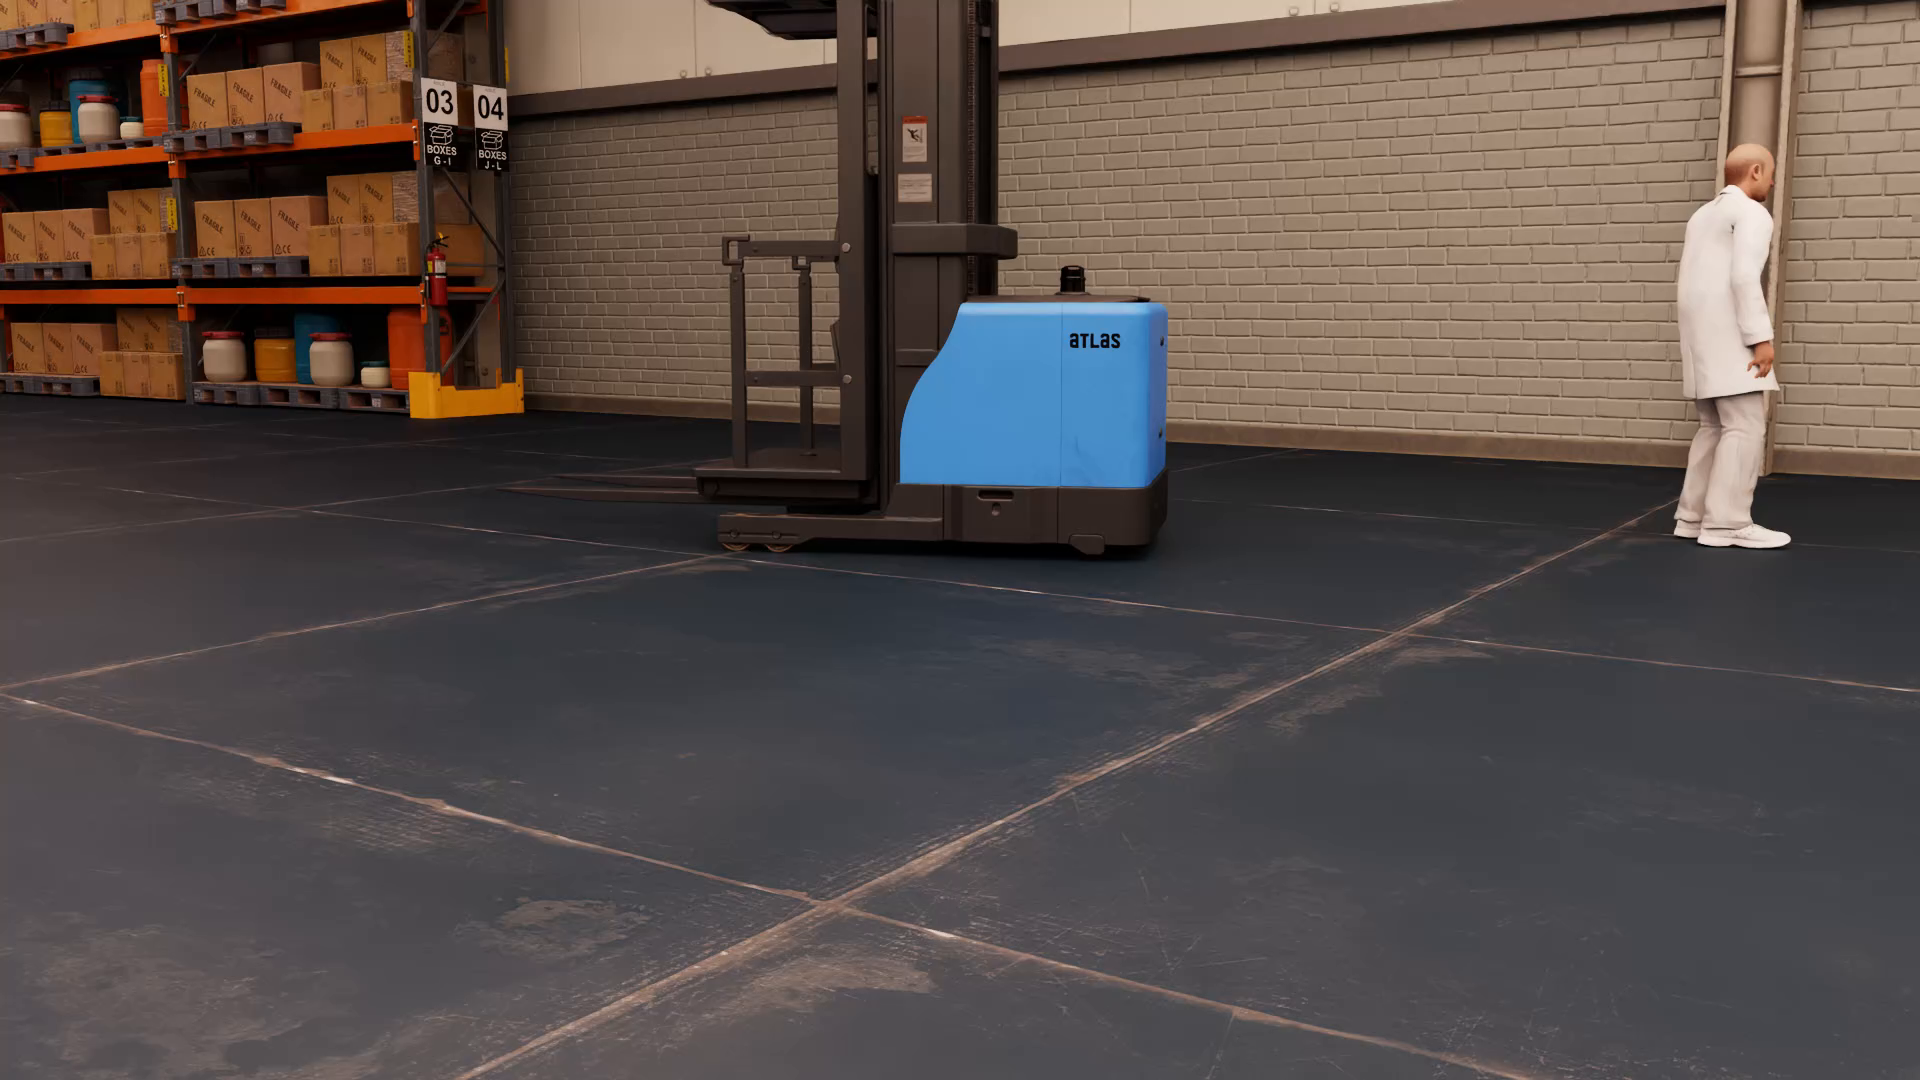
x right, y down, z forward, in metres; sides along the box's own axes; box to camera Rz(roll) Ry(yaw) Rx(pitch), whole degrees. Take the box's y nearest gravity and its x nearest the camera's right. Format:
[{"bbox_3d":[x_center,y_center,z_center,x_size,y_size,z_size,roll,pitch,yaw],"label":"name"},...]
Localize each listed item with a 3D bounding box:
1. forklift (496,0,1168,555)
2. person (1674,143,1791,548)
[{"bbox_3d":[-0.596,-1.469,7.520,3.031,2.935,1.130,2,8,12],"label":"forklift"},{"bbox_3d":[3.453,-0.874,7.458,0.436,1.772,0.644,0,8,-1],"label":"person"}]
